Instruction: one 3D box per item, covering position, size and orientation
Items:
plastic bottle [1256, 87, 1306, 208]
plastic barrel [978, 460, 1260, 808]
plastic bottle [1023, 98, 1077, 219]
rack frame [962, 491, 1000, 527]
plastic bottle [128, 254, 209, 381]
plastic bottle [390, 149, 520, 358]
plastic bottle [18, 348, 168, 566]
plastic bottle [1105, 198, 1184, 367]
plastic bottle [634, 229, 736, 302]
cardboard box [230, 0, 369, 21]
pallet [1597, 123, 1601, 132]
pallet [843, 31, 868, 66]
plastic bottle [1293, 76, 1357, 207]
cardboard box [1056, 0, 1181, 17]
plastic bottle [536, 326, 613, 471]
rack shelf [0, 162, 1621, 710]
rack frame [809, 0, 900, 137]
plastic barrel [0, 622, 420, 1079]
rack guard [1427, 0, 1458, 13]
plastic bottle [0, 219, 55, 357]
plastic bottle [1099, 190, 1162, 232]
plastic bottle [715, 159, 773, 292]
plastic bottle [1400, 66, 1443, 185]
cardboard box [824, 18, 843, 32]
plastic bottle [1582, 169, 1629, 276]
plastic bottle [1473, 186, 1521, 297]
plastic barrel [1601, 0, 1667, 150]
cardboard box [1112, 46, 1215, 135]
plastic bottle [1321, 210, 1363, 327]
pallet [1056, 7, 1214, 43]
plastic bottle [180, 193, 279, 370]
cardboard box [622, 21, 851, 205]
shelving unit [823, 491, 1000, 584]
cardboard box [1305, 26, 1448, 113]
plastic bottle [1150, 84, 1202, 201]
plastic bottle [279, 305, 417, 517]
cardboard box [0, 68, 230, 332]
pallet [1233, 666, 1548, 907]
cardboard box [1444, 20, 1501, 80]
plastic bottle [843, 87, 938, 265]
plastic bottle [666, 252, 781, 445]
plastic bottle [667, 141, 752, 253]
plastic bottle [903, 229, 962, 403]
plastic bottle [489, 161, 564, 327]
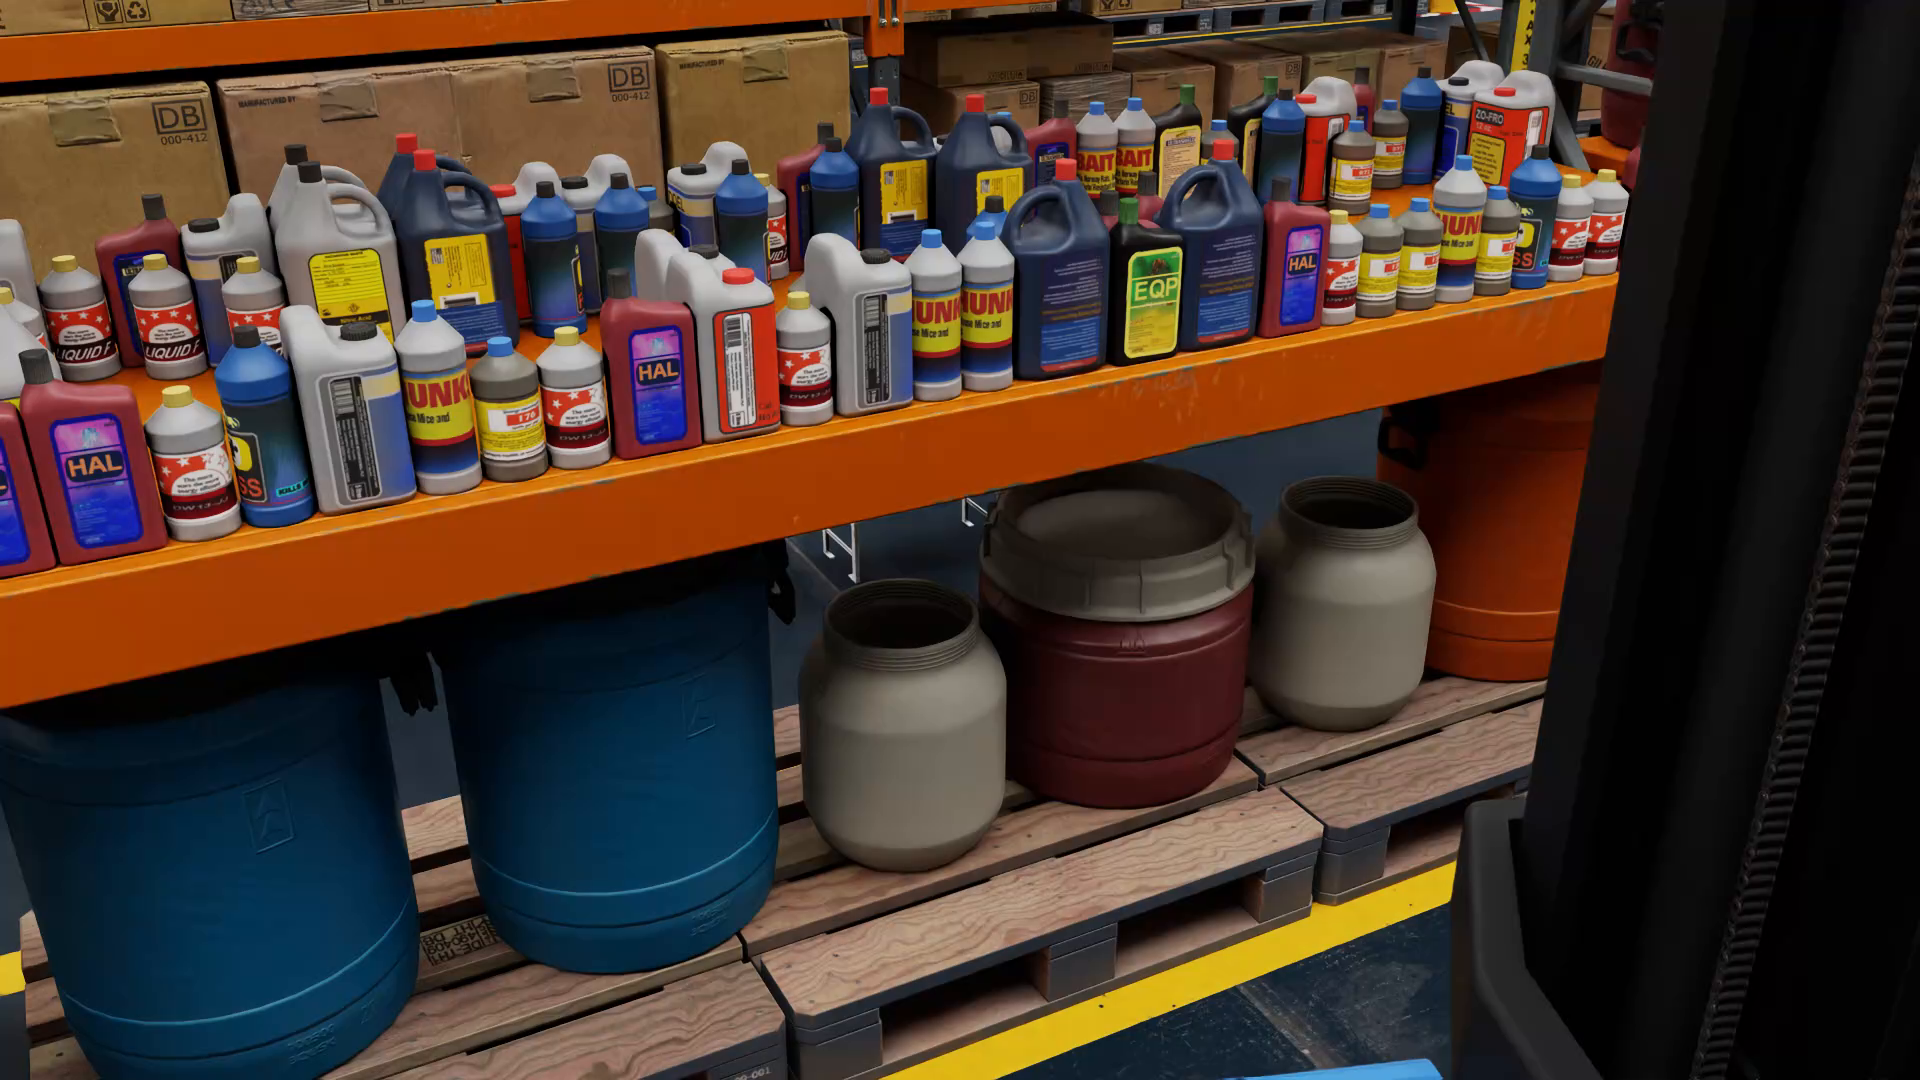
[{"bbox_3d":[0.731,-0.889,3.785,0.097,0.271,0.097,0,26,0],"label":"plastic bottle"},{"bbox_3d":[0.340,0.192,3.686,0.708,0.588,0.600,-13,29,-25],"label":"plastic barrel"},{"bbox_3d":[0.185,-0.807,3.600,0.133,0.283,0.061,-13,29,-25],"label":"plastic bottle"},{"bbox_3d":[0.069,-0.557,5.024,0.015,1.200,0.240,-13,29,-25],"label":"rack frame"},{"bbox_3d":[-1.338,-0.380,2.805,0.097,0.201,0.097,0,26,0],"label":"plastic bottle"},{"bbox_3d":[-0.882,-0.500,2.883,0.185,0.351,0.144,-13,29,-25],"label":"plastic bottle"},{"bbox_3d":[-1.128,-0.114,2.157,0.133,0.283,0.061,-13,29,-25],"label":"plastic bottle"},{"bbox_3d":[0.314,-0.447,2.850,0.133,0.283,0.061,-13,29,-25],"label":"plastic bottle"},{"bbox_3d":[-0.437,-0.367,2.692,0.135,0.276,0.152,-13,29,-25],"label":"plastic bottle"},{"bbox_3d":[-2.692,-2.367,6.599,0.500,0.500,0.500,-14,29,-26],"label":"cardboard box"},{"bbox_3d":[4.612,-2.892,11.030,1.213,0.211,1.003,-13,29,-25],"label":"pallet"},{"bbox_3d":[-1.010,-3.970,13.275,1.213,0.211,1.003,-13,29,-25],"label":"pallet"},{"bbox_3d":[0.817,-0.928,3.859,0.135,0.276,0.152,-13,29,-25],"label":"plastic bottle"},{"bbox_3d":[1.302,-4.996,14.160,0.875,0.875,0.875,-13,28,-24],"label":"cardboard box"},{"bbox_3d":[-0.572,-0.214,2.460,0.097,0.201,0.097,0,26,0],"label":"plastic bottle"},{"bbox_3d":[-0.005,-0.311,3.263,4.000,0.370,1.077,-13,29,-25],"label":"rack shelf"},{"bbox_3d":[-0.571,-2.934,7.895,0.127,3.000,1.000,-13,29,-25],"label":"rack frame"},{"bbox_3d":[-1.282,0.425,2.839,0.708,0.901,0.600,-13,29,-25],"label":"plastic barrel"},{"bbox_3d":[4.264,-5.356,15.828,0.348,0.500,1.175,-13,29,-25],"label":"rack guard"},{"bbox_3d":[-1.574,-0.375,2.710,0.135,0.276,0.152,-13,29,-25],"label":"plastic bottle"},{"bbox_3d":[0.286,-0.470,2.898,0.133,0.283,0.061,-13,29,-25],"label":"plastic bottle"},{"bbox_3d":[-0.408,-0.581,3.144,0.097,0.271,0.097,0,26,0],"label":"plastic bottle"},{"bbox_3d":[1.111,-1.006,4.029,0.097,0.271,0.097,0,26,0],"label":"plastic bottle"},{"bbox_3d":[-1.466,-4.293,12.840,0.750,0.750,1.050,-13,28,-24],"label":"cardboard box"},{"bbox_3d":[1.289,-0.644,3.355,0.097,0.201,0.097,0,26,0],"label":"plastic bottle"},{"bbox_3d":[1.032,-0.584,3.231,0.097,0.201,0.097,0,26,0],"label":"plastic bottle"},{"bbox_3d":[2.027,-1.314,4.364,0.708,0.536,0.600,-13,29,-25],"label":"plastic barrel"},{"bbox_3d":[0.991,-2.385,9.132,0.500,0.500,0.700,-11,28,-21],"label":"cardboard box"},{"bbox_3d":[0.688,-0.505,3.066,0.097,0.201,0.097,0,26,0],"label":"plastic bottle"},{"bbox_3d":[1.421,-4.531,14.444,1.213,0.211,1.003,-13,29,-25],"label":"pallet"},{"bbox_3d":[-1.252,-0.450,2.865,0.135,0.276,0.152,-13,29,-25],"label":"plastic bottle"},{"bbox_3d":[-1.190,-2.033,7.988,0.875,0.875,1.225,-14,29,-27],"label":"cardboard box"},{"bbox_3d":[-0.146,-0.507,4.920,0.503,1.200,0.258,-13,29,-25],"label":"shelving unit"},{"bbox_3d":[2.407,-2.703,9.794,0.500,0.500,0.700,-15,30,-29],"label":"cardboard box"},{"bbox_3d":[0.474,-0.874,3.739,0.133,0.283,0.061,-13,29,-25],"label":"plastic bottle"},{"bbox_3d":[-0.859,-0.195,2.334,0.135,0.276,0.152,-13,29,-25],"label":"plastic bottle"},{"bbox_3d":[-3.545,-1.489,6.855,0.875,0.875,1.225,-13,29,-25],"label":"cardboard box"},{"bbox_3d":[1.084,0.391,4.191,1.213,0.211,1.003,-13,29,-25],"label":"pallet"},{"bbox_3d":[3.330,-2.877,10.180,0.500,0.500,0.500,-14,29,-27],"label":"cardboard box"},{"bbox_3d":[-0.141,-0.742,3.387,0.185,0.351,0.144,-13,29,-25],"label":"plastic bottle"},{"bbox_3d":[-0.365,-0.309,2.571,0.135,0.276,0.152,-13,29,-25],"label":"plastic bottle"},{"bbox_3d":[-0.483,-0.627,3.234,0.135,0.276,0.152,-13,29,-25],"label":"plastic bottle"},{"bbox_3d":[-0.045,-0.367,2.698,0.097,0.271,0.097,0,26,0],"label":"plastic bottle"},{"bbox_3d":[-0.807,-0.553,3.079,0.135,0.276,0.152,-13,29,-25],"label":"plastic bottle"}]
